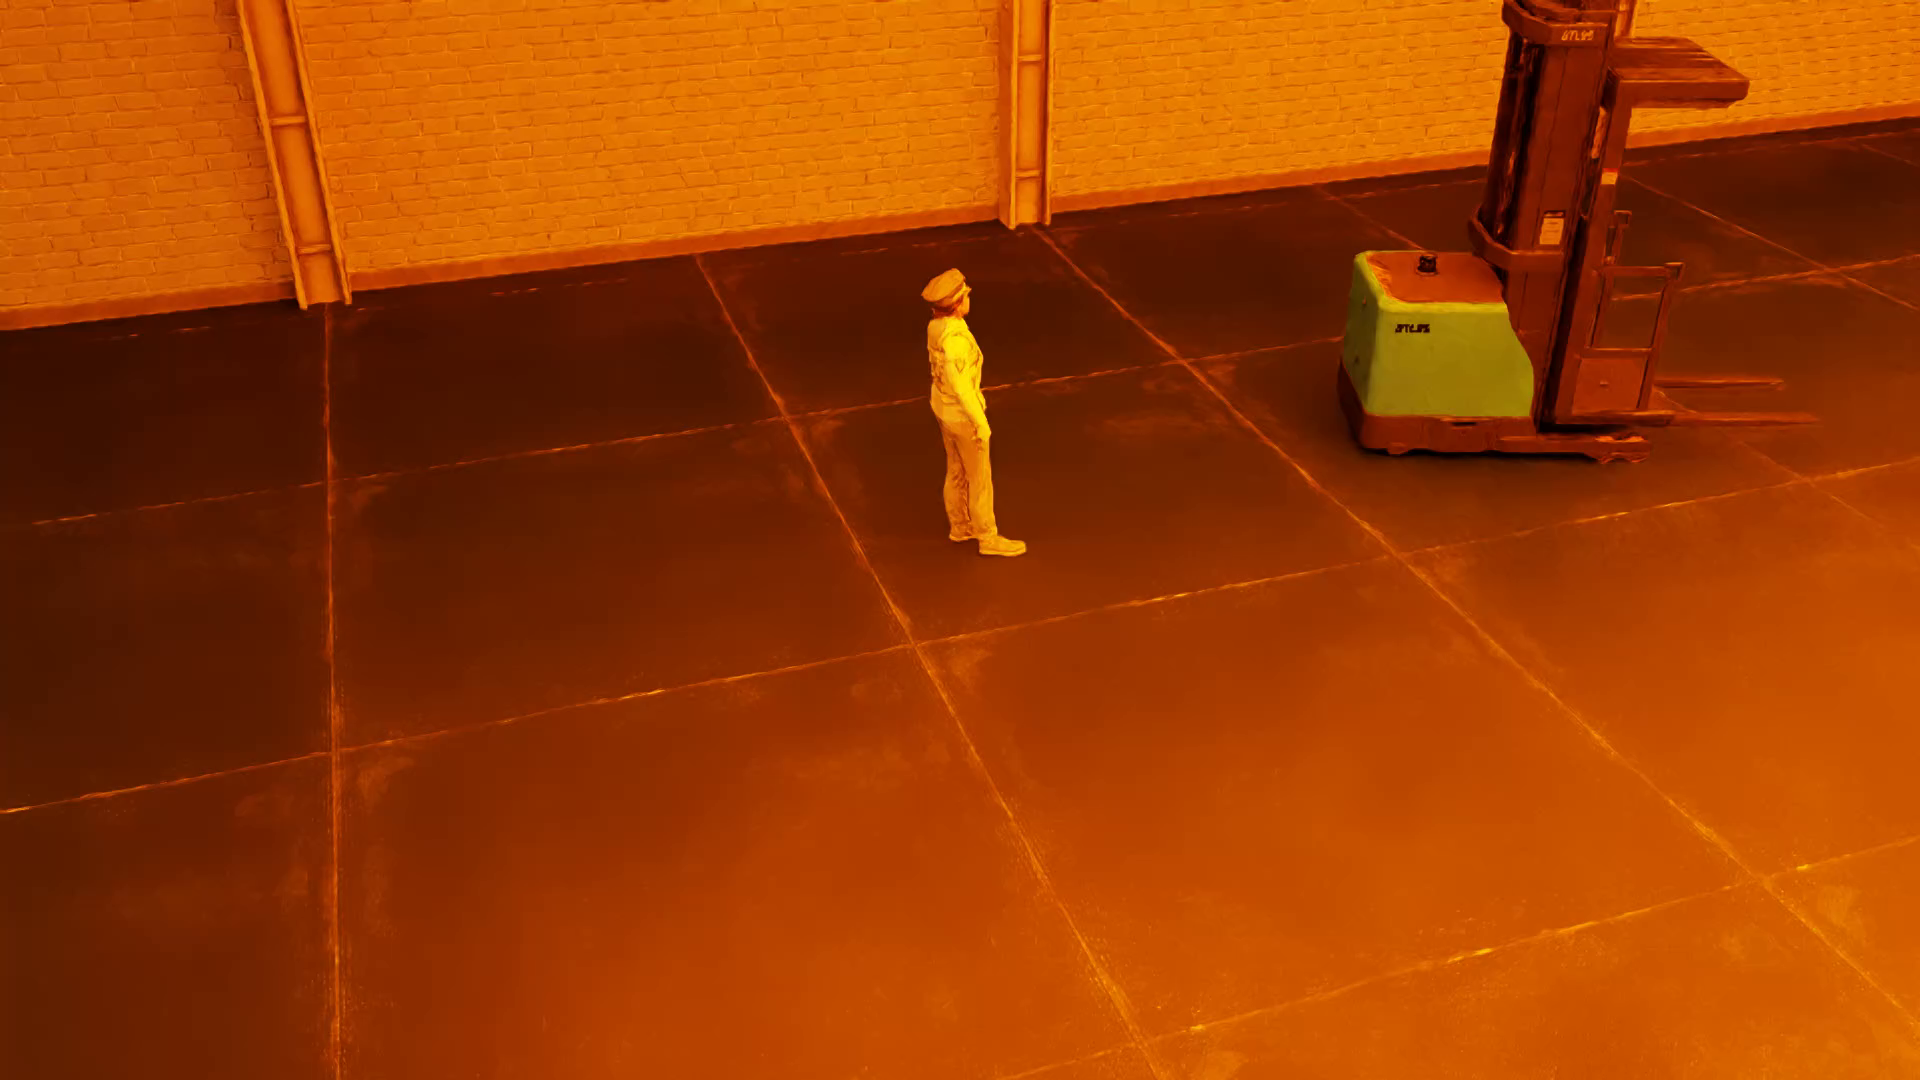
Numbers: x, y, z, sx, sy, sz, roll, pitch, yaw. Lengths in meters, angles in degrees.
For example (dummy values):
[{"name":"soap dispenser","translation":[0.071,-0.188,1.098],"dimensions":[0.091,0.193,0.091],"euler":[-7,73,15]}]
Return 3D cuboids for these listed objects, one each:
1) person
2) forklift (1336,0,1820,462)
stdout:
[{"name":"person","translation":[0.066,-0.747,9.613],"dimensions":[0.532,1.692,0.586],"euler":[-10,31,-16]},{"name":"forklift","translation":[4.162,-2.053,10.654],"dimensions":[3.031,2.935,1.130],"euler":[1,30,1]}]
